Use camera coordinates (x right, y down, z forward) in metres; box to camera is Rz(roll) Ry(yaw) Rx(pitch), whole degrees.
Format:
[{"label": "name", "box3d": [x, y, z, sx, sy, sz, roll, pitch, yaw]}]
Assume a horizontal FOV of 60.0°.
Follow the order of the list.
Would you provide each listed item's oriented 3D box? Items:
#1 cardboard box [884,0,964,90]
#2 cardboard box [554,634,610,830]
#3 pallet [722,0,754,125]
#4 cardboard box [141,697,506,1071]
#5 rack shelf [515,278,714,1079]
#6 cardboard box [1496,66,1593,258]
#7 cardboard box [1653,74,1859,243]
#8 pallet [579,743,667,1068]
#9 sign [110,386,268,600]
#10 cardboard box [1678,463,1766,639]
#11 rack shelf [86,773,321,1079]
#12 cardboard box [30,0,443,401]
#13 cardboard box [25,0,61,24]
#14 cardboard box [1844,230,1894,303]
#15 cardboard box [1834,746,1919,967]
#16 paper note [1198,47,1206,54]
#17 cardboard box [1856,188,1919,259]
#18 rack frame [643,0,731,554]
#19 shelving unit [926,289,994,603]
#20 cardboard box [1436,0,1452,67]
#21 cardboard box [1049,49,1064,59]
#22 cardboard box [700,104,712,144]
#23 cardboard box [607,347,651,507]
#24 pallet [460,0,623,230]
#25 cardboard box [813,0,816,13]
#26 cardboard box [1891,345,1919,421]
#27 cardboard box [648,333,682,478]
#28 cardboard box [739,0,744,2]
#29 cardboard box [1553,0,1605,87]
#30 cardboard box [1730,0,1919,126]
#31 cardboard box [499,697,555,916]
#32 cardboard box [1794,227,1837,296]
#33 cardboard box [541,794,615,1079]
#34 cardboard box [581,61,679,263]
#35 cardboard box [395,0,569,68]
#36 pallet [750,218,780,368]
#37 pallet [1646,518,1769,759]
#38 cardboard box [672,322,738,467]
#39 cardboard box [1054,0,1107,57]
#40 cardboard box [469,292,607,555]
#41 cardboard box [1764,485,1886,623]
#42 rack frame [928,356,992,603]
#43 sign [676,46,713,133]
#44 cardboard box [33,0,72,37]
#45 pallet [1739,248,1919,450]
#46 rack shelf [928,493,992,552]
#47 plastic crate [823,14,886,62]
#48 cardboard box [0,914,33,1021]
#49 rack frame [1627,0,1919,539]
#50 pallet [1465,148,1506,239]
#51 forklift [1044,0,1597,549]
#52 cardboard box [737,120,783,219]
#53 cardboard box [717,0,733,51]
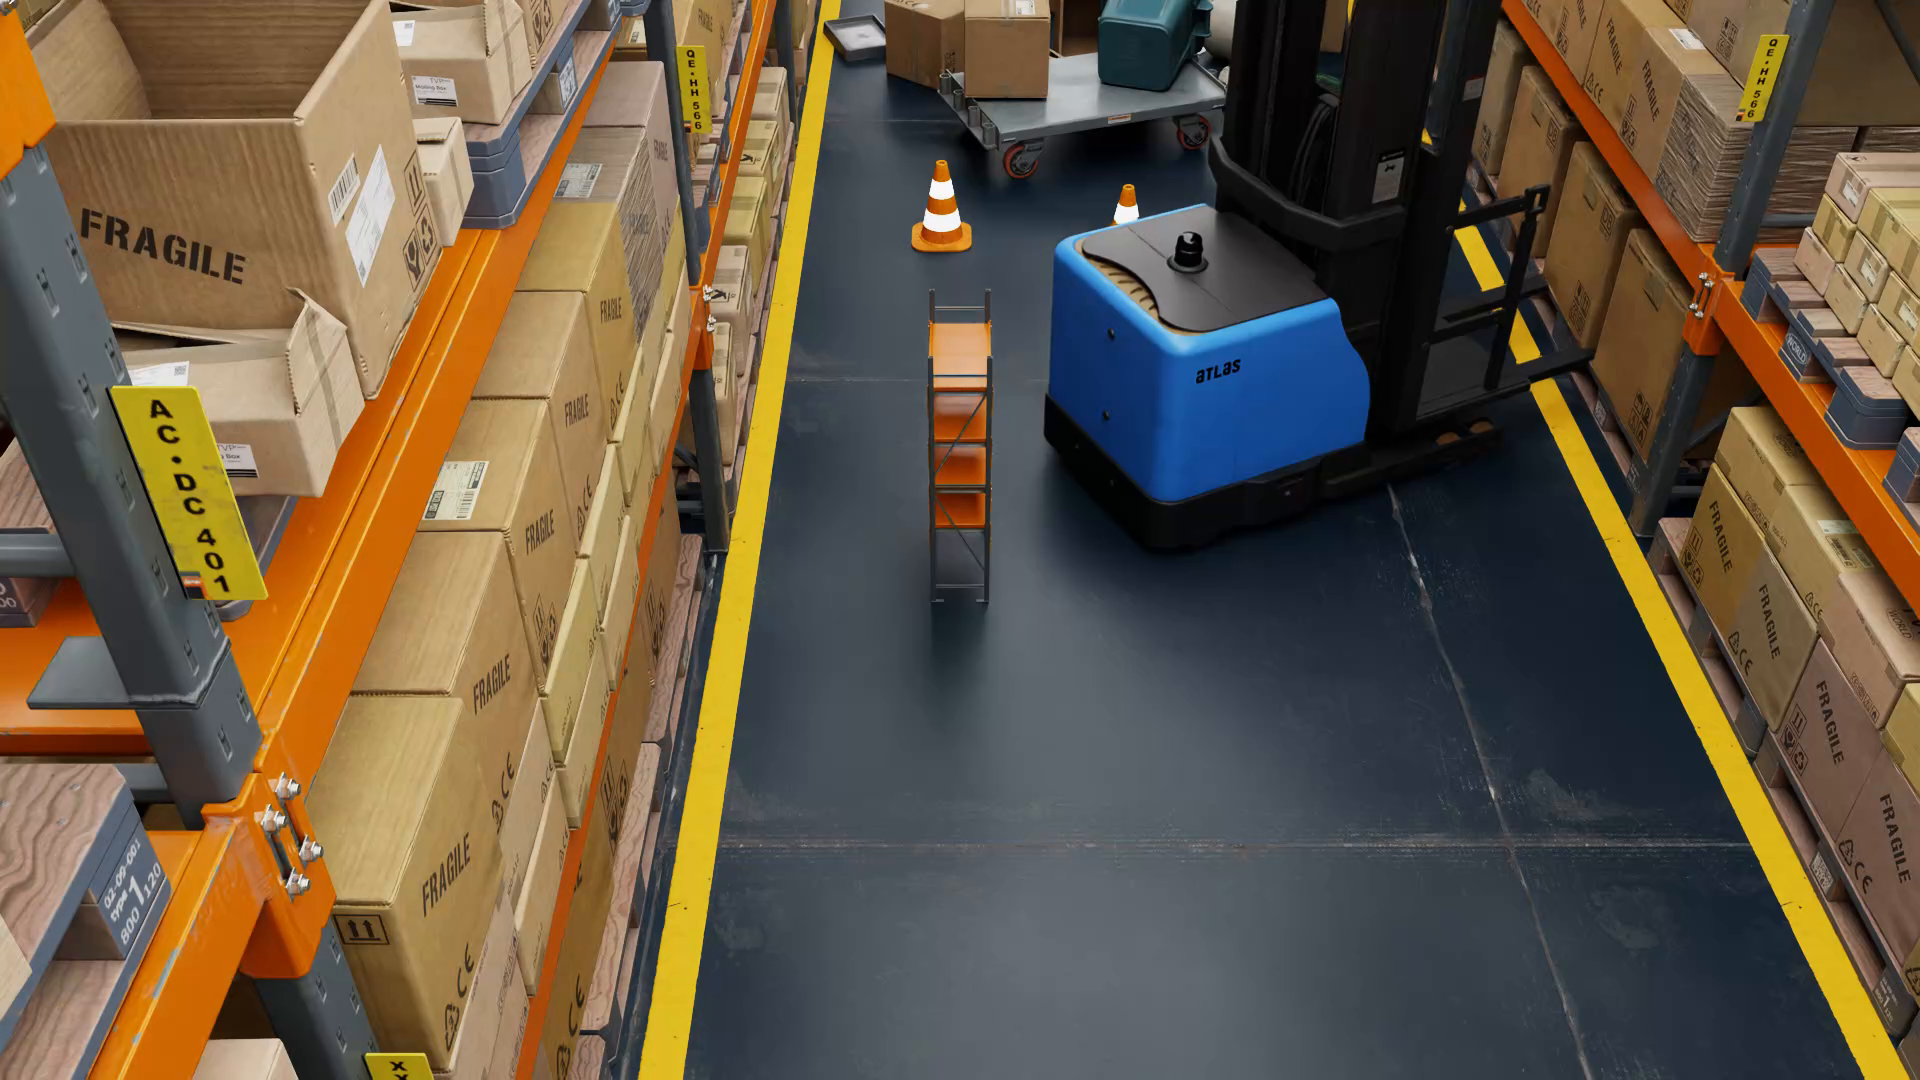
[{"label": "cardboard box", "box3d": [-0.146, -3.346, 11.024, 0.500, 0.500, 0.500, 28, 46, 30]}, {"label": "cardboard box", "box3d": [-1.219, 0.492, 4.357, 0.500, 0.250, 0.500, 0, 39, 0]}, {"label": "pallet", "box3d": [-1.544, -2.311, 7.889, 1.003, 0.211, 1.213, 0, 39, 0]}, {"label": "cardboard box", "box3d": [-1.209, 0.649, 3.163, 0.500, 0.500, 0.500, 0, 39, 0]}, {"label": "rack shelf", "box3d": [-1.498, 0.383, 4.949, 1.077, 0.370, 4.000, 0, 39, 0]}, {"label": "cardboard box", "box3d": [3.533, -2.011, 8.824, 1.050, 0.750, 0.750, 0, 39, 0]}, {"label": "cardboard box", "box3d": [3.180, -1.536, 6.688, 0.500, 0.500, 0.500, 0, 39, 0]}, {"label": "pallet", "box3d": [-1.576, 1.194, 5.591, 1.003, 0.211, 1.213, 0, 39, 0]}, {"label": "sign", "box3d": [-0.941, -0.051, 2.040, 0.100, 0.325, 0.005, 0, 39, 0]}, {"label": "cardboard box", "box3d": [3.195, 0.039, 6.466, 0.500, 0.500, 0.500, -2, 39, -2]}, {"label": "rack shelf", "box3d": [-1.494, 1.714, 0.889, 1.077, 0.370, 4.000, 0, 39, 0]}, {"label": "cardboard box", "box3d": [-1.207, -0.572, 2.750, 0.500, 0.500, 0.500, -1, 39, -1]}, {"label": "cardboard box", "box3d": [-6.163, -3.547, 10.741, 0.500, 0.250, 0.500, 0, 39, 0]}, {"label": "cardboard box", "box3d": [3.252, -0.925, 5.633, 0.380, 0.149, 0.250, 2, 39, 2]}, {"label": "cardboard box", "box3d": [3.205, 0.994, 5.274, 0.500, 0.500, 0.500, -1, 39, -1]}, {"label": "paper note", "box3d": [1.613, -3.403, 11.478, 0.172, 0.023, 0.155, 13, 40, 15]}, {"label": "cardboard box", "box3d": [3.259, -1.056, 5.558, 0.380, 0.149, 0.250, -1, 39, -1]}, {"label": "rack frame", "box3d": [-1.500, -1.148, 6.284, 1.000, 3.000, 0.127, 0, 39, 0]}, {"label": "shelving unit", "box3d": [0.000, -0.365, 6.746, 0.258, 1.200, 0.503, 0, 39, 0]}, {"label": "cardboard box", "box3d": [3.514, -3.445, 10.513, 0.875, 0.875, 0.875, 1, 39, 1]}, {"label": "cardboard box", "box3d": [0.640, -3.094, 10.898, 0.258, 0.266, 0.396, -28, 46, -30]}, {"label": "cardboard box", "box3d": [-1.236, -1.765, 6.919, 0.380, 0.149, 0.250, -2, 39, -3]}, {"label": "cardboard box", "box3d": [-1.221, -0.341, 4.997, 0.500, 0.250, 0.500, -1, 39, -1]}, {"label": "pallet", "box3d": [-1.442, -1.143, 4.030, 1.003, 0.211, 1.213, 2, 39, 2]}, {"label": "cardboard box", "box3d": [-1.251, -3.775, 11.425, 0.500, 0.250, 0.500, -1, 39, -1]}, {"label": "cardboard box", "box3d": [3.251, -0.496, 5.335, 0.380, 0.149, 0.250, 2, 39, 2]}, {"label": "cardboard box", "box3d": [-1.224, -0.454, 5.538, 0.500, 0.250, 0.500, 1, 39, 1]}, {"label": "cardboard box", "box3d": [-1.242, -2.756, 8.155, 0.380, 0.149, 0.250, 0, 39, 0]}, {"label": "cardboard box", "box3d": [3.176, -2.481, 7.867, 0.500, 0.500, 0.500, 1, 39, 1]}, {"label": "cardboard box", "box3d": [3.459, -1.925, 6.374, 0.700, 0.500, 0.500, 0, 39, 0]}, {"label": "cardboard box", "box3d": [-1.243, 0.615, 3.804, 0.500, 0.250, 0.500, 1, 39, 1]}, {"label": "cardboard box", "box3d": [3.248, -1.001, 5.965, 0.380, 0.149, 0.250, -1, 39, -1]}, {"label": "cardboard box", "box3d": [-1.585, 1.066, 4.885, 0.875, 0.875, 0.875, 1, 39, 1]}, {"label": "cardboard box", "box3d": [-1.238, -1.254, 5.537, 0.500, 0.500, 0.500, -1, 39, -1]}, {"label": "cardboard box", "box3d": [-1.208, -1.420, 3.809, 0.500, 0.500, 0.500, 0, 39, 0]}, {"label": "pallet", "box3d": [-1.498, -1.310, 8.716, 1.003, 0.211, 1.213, 0, 39, 0]}, {"label": "pallet", "box3d": [3.449, 0.362, 6.630, 1.003, 0.211, 1.213, 0, 39, 0]}, {"label": "cardboard box", "box3d": [-1.491, -0.640, 7.416, 0.950, 0.372, 0.625, -2, 39, -3]}, {"label": "cardboard box", "box3d": [1.033, -3.549, 11.167, 0.797, 0.637, 0.503, 0, 39, 0]}, {"label": "cardboard box", "box3d": [-1.242, -0.306, 4.354, 0.500, 0.500, 0.500, -1, 39, -1]}, {"label": "cardboard box", "box3d": [3.209, 0.052, 5.849, 0.500, 0.250, 0.500, 0, 39, -1]}, {"label": "rack frame", "box3d": [0.000, -0.212, 6.555, 0.240, 1.200, 0.015, 0, 39, 0]}, {"label": "sign", "box3d": [-0.945, -1.603, 5.925, 0.100, 0.325, 0.005, 0, 39, 0]}, {"label": "cardboard box", "box3d": [-6.154, -3.355, 10.901, 0.500, 0.250, 0.500, -1, 39, -1]}, {"label": "pallet", "box3d": [3.557, -0.695, 5.872, 1.213, 0.211, 1.003, 0, 39, 0]}, {"label": "rack shelf", "box3d": [0.000, -0.157, 6.912, 0.258, 0.148, 0.480, 0, 39, 0]}, {"label": "plastic crate", "box3d": [-0.687, -3.493, 11.544, 0.402, 0.080, 0.583, -13, 40, -16]}, {"label": "cardboard box", "box3d": [-1.175, 0.431, 1.606, 0.396, 0.266, 0.258, 1, 39, 1]}, {"label": "rack frame", "box3d": [3.449, -1.215, 6.368, 1.000, 3.000, 0.127, 0, 39, 0]}, {"label": "pallet", "box3d": [3.521, -2.146, 9.759, 1.003, 0.211, 1.213, 0, 39, 0]}, {"label": "forklift", "box3d": [1.941, -1.748, 7.088, 3.031, 2.935, 1.130, -18, 42, -21]}, {"label": "cardboard box", "box3d": [-1.498, -2.011, 9.126, 0.950, 0.372, 0.625, 2, 39, 3]}, {"label": "cardboard box", "box3d": [-1.284, -2.407, 7.201, 0.500, 0.500, 0.500, 1, 39, 1]}]
